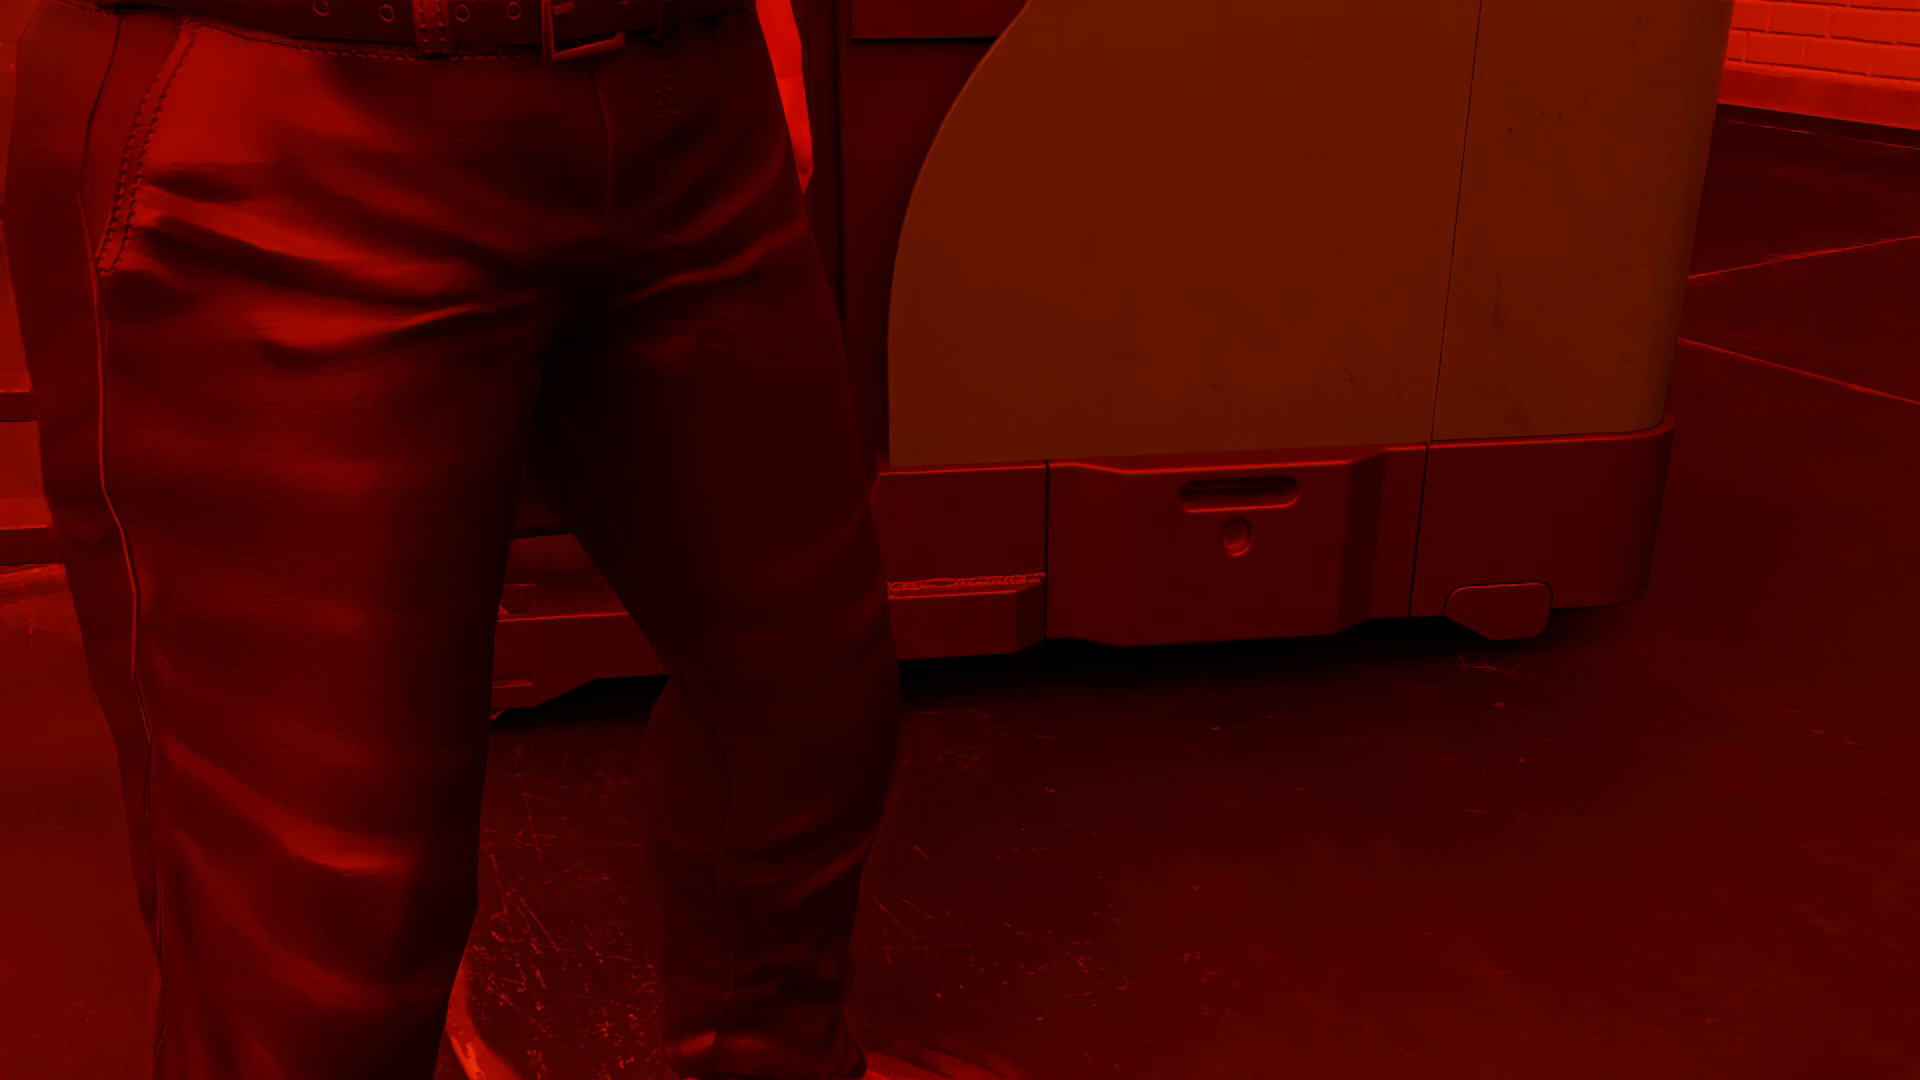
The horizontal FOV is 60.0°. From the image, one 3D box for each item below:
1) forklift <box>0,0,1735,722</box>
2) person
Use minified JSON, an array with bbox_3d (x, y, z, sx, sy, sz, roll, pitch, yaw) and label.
[{"bbox_3d":[-0.604,-1.324,2.001,3.031,2.935,1.130,-3,22,-7],"label":"forklift"},{"bbox_3d":[-0.284,-0.165,0.904,0.344,1.640,0.748,16,27,35],"label":"person"}]
